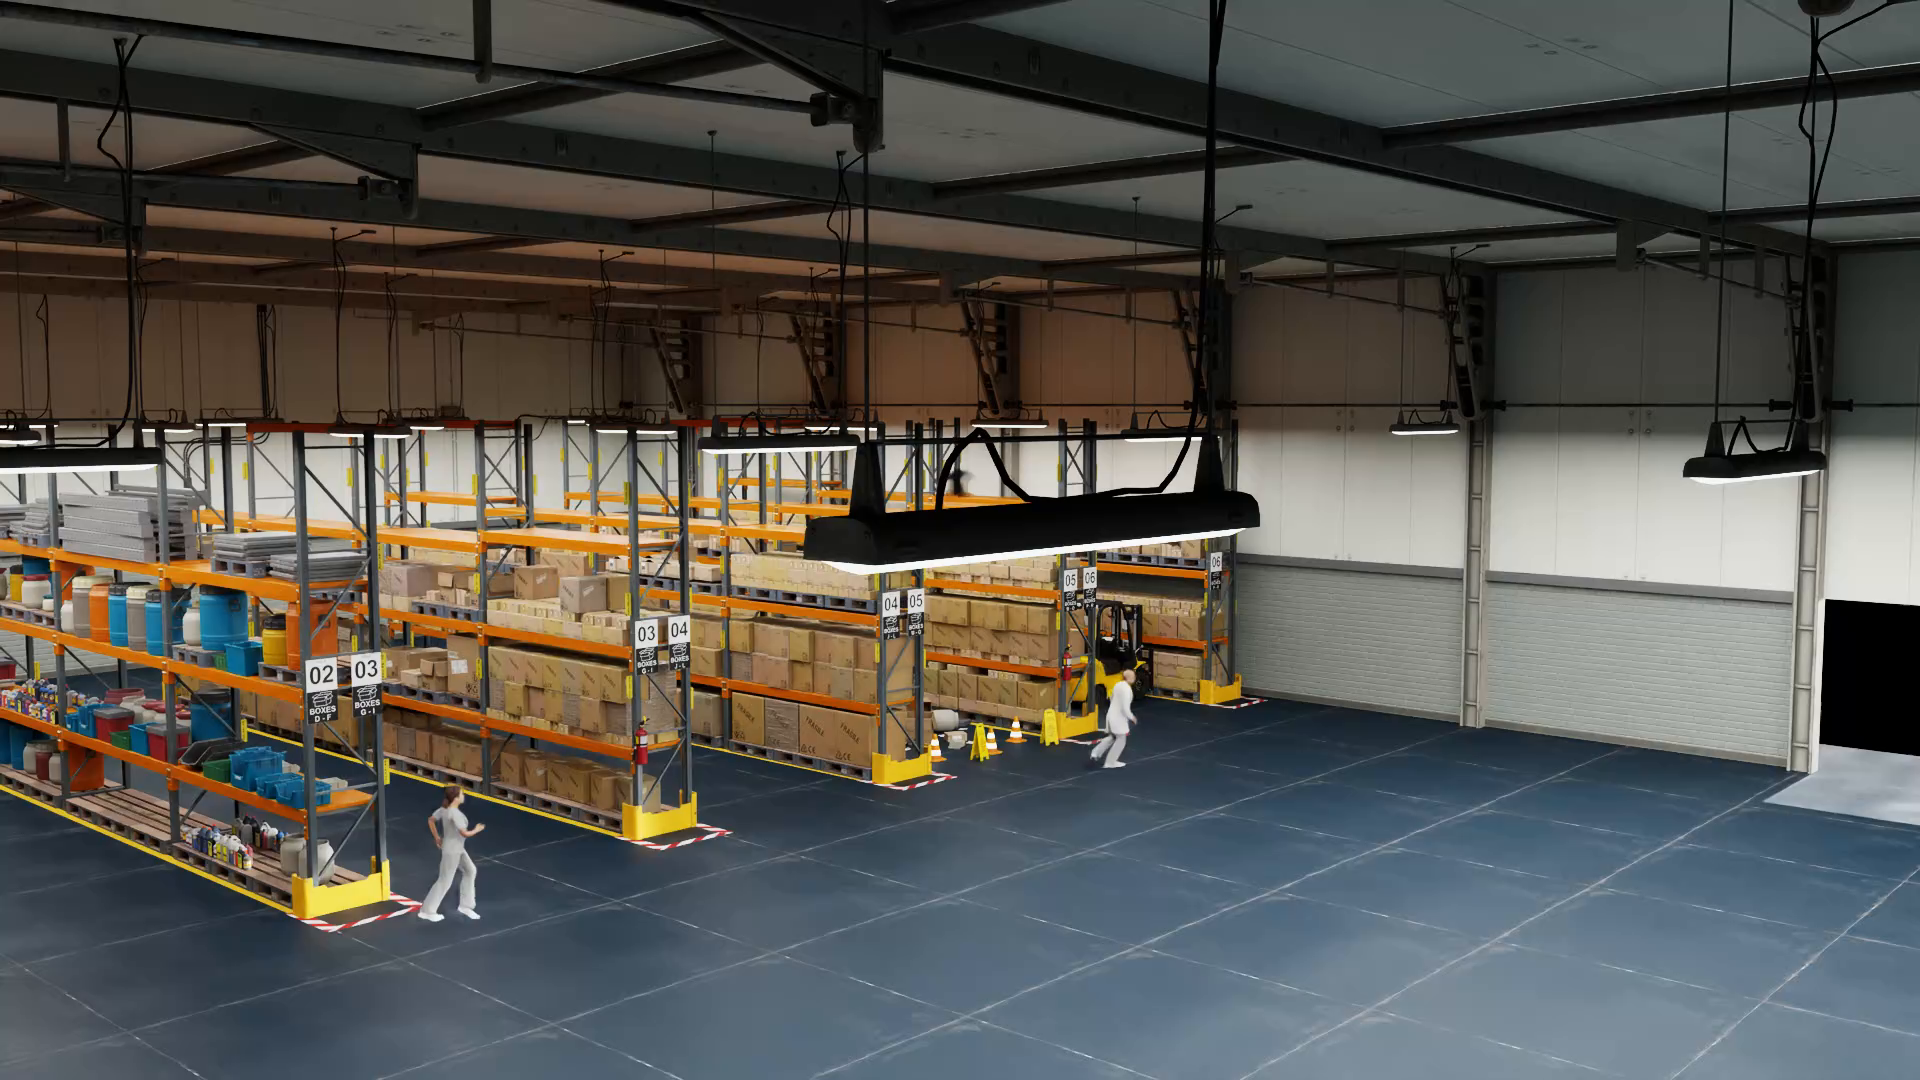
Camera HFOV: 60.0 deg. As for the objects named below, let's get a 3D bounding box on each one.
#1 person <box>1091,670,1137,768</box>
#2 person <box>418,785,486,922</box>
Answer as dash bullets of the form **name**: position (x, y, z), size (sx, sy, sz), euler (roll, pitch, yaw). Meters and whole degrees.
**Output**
- **person**: position (2.672, 3.111, 28.939), size (0.767, 1.709, 0.691), euler (-1, 5, -14)
- **person**: position (-6.193, 3.839, 20.249), size (0.839, 1.722, 0.517), euler (-2, 5, -26)
